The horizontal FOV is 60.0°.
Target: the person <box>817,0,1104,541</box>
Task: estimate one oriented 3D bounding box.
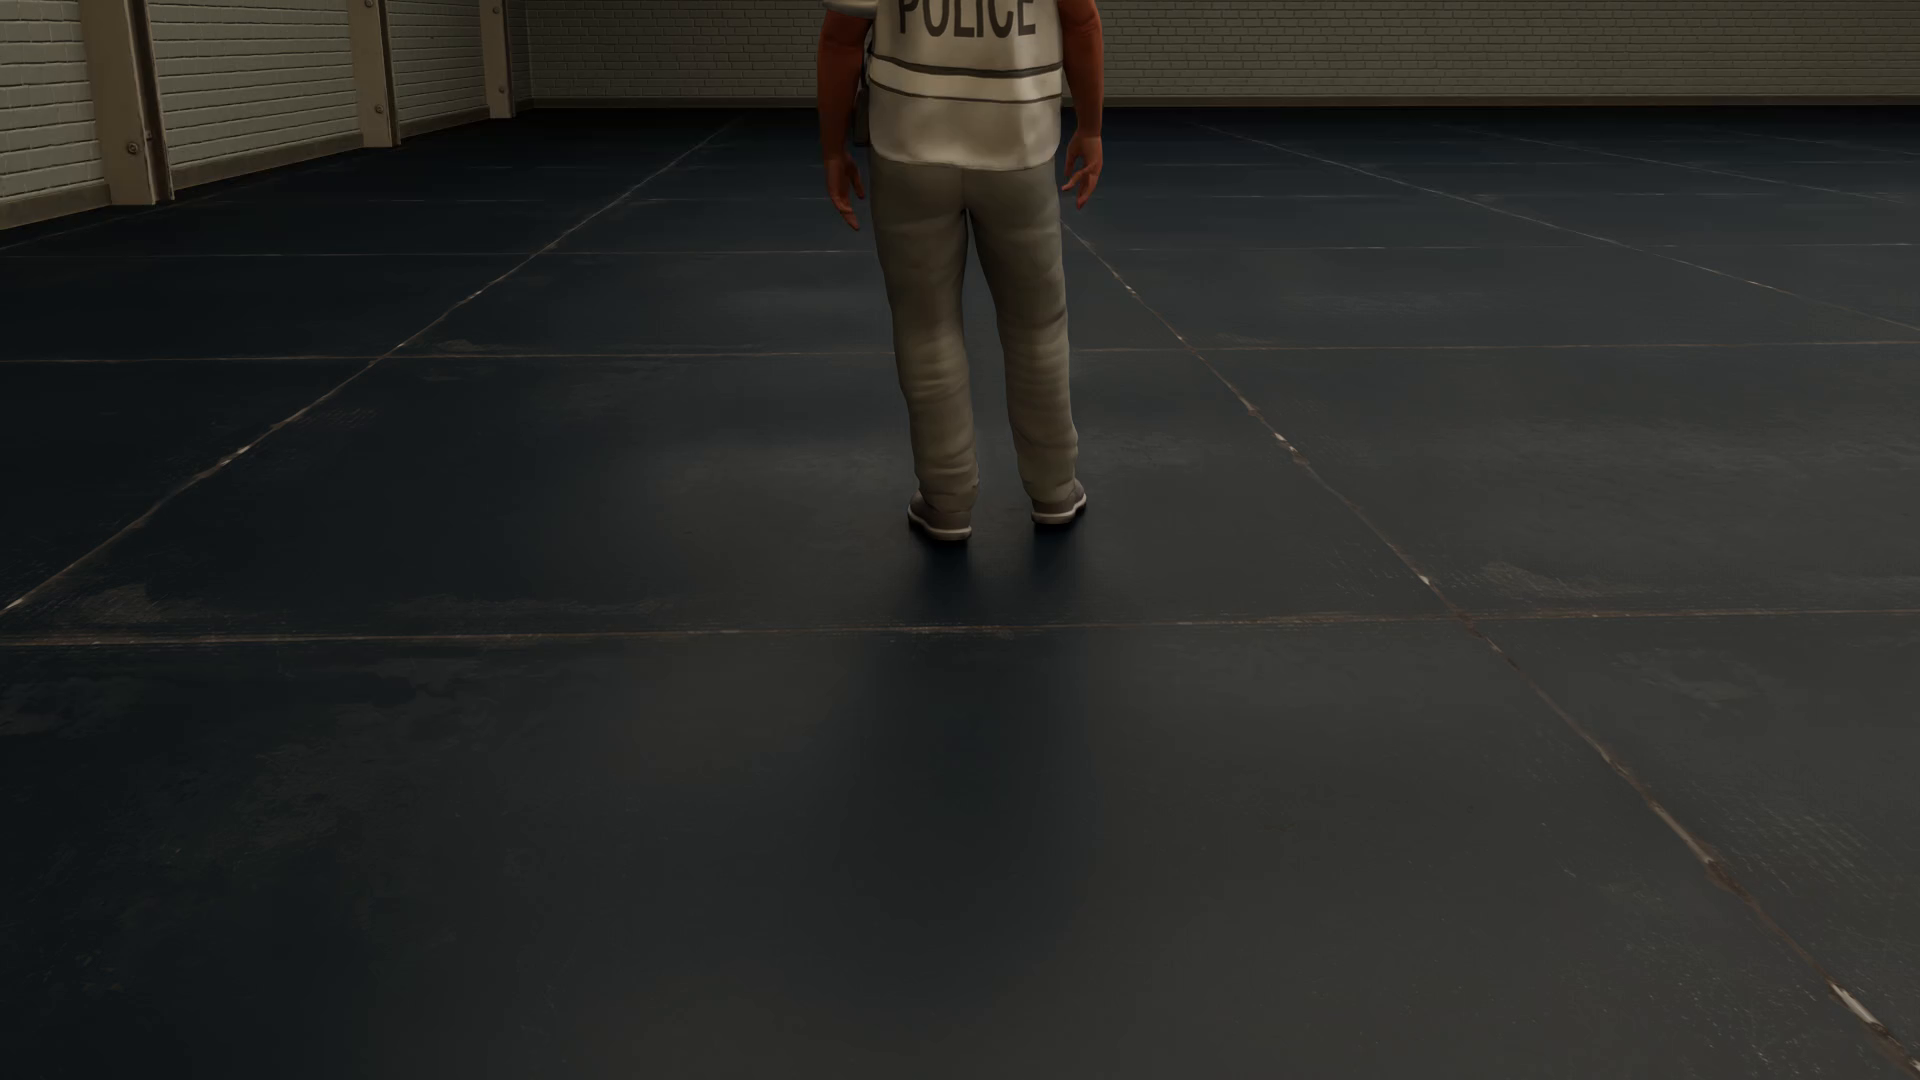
[{"bbox_3d":[0.007,-0.883,3.730,0.641,1.780,0.574,-1,17,-3],"label":"person"}]
